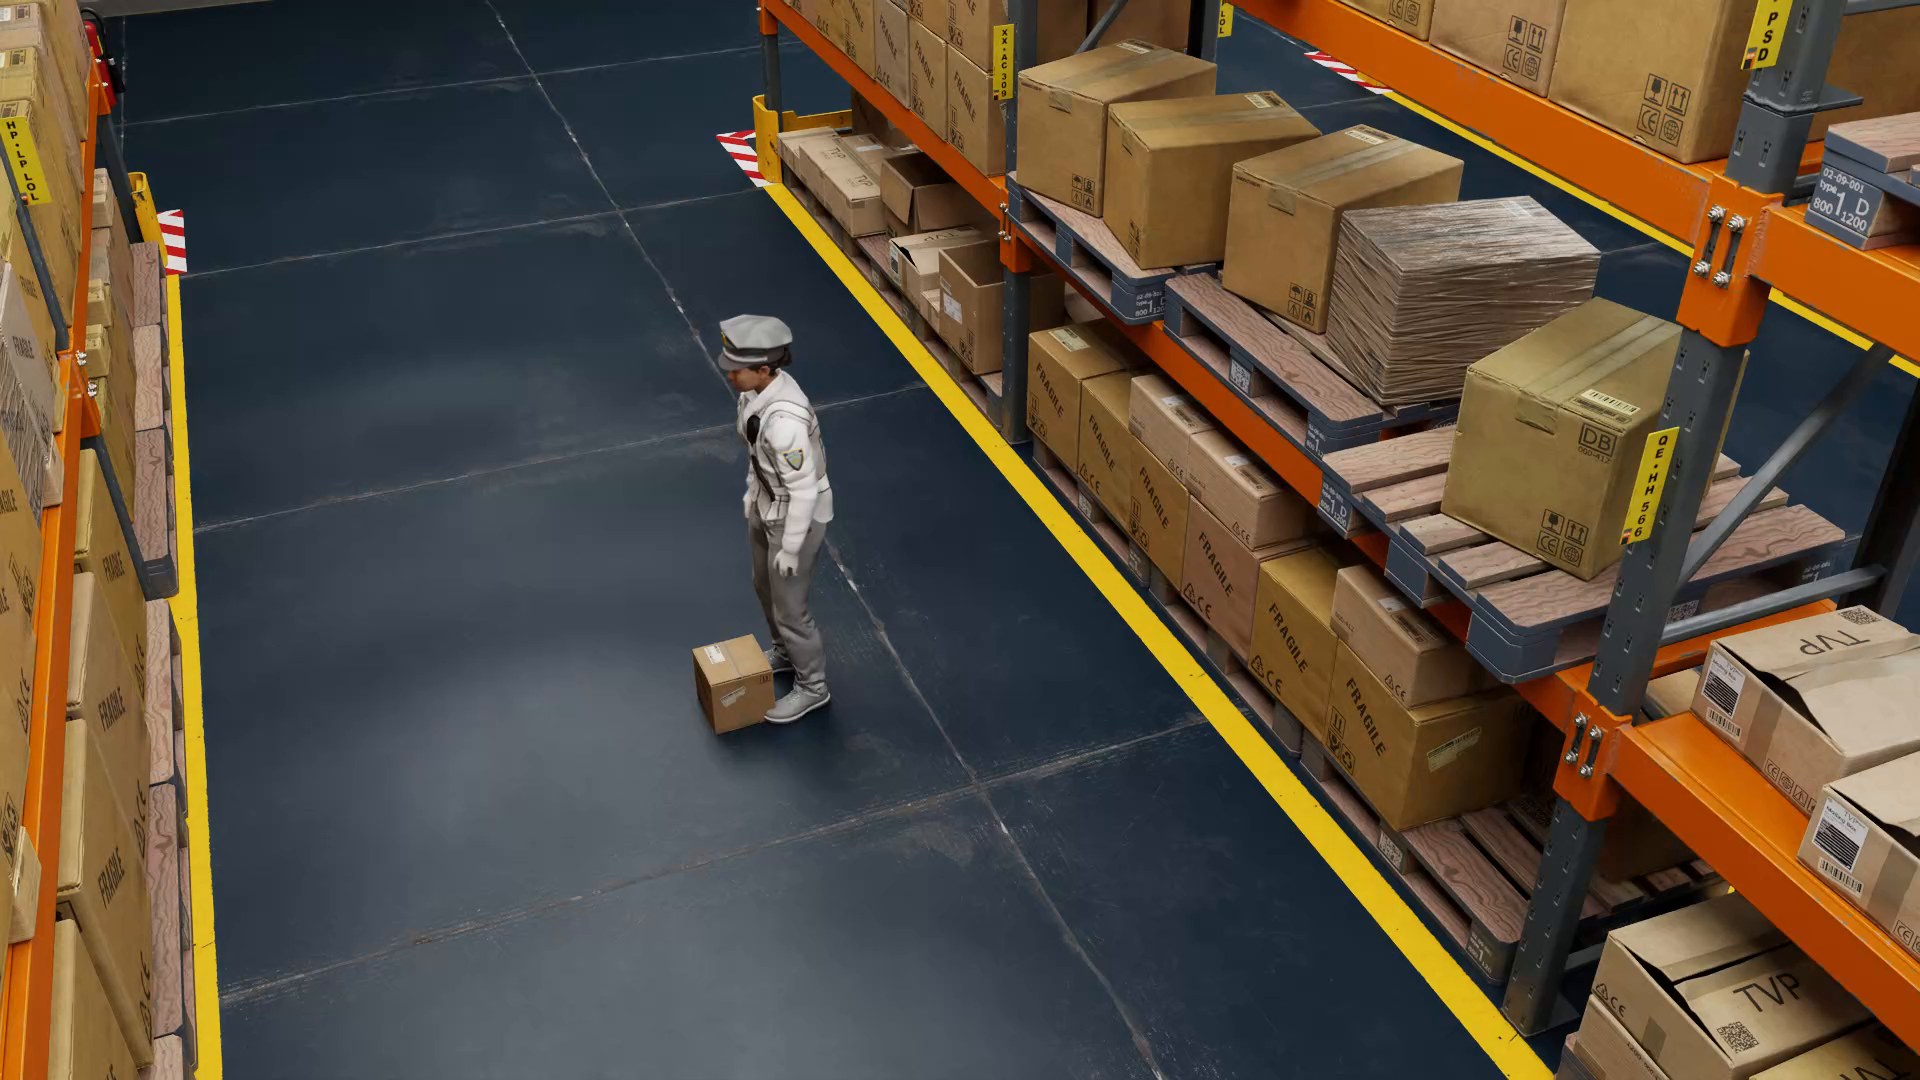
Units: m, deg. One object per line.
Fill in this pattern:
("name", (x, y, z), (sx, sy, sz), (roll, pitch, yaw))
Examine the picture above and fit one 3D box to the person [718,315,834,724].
("person", (-0.673, -0.079, 6.256), (0.375, 1.663, 0.528), (-13, 36, -19))
